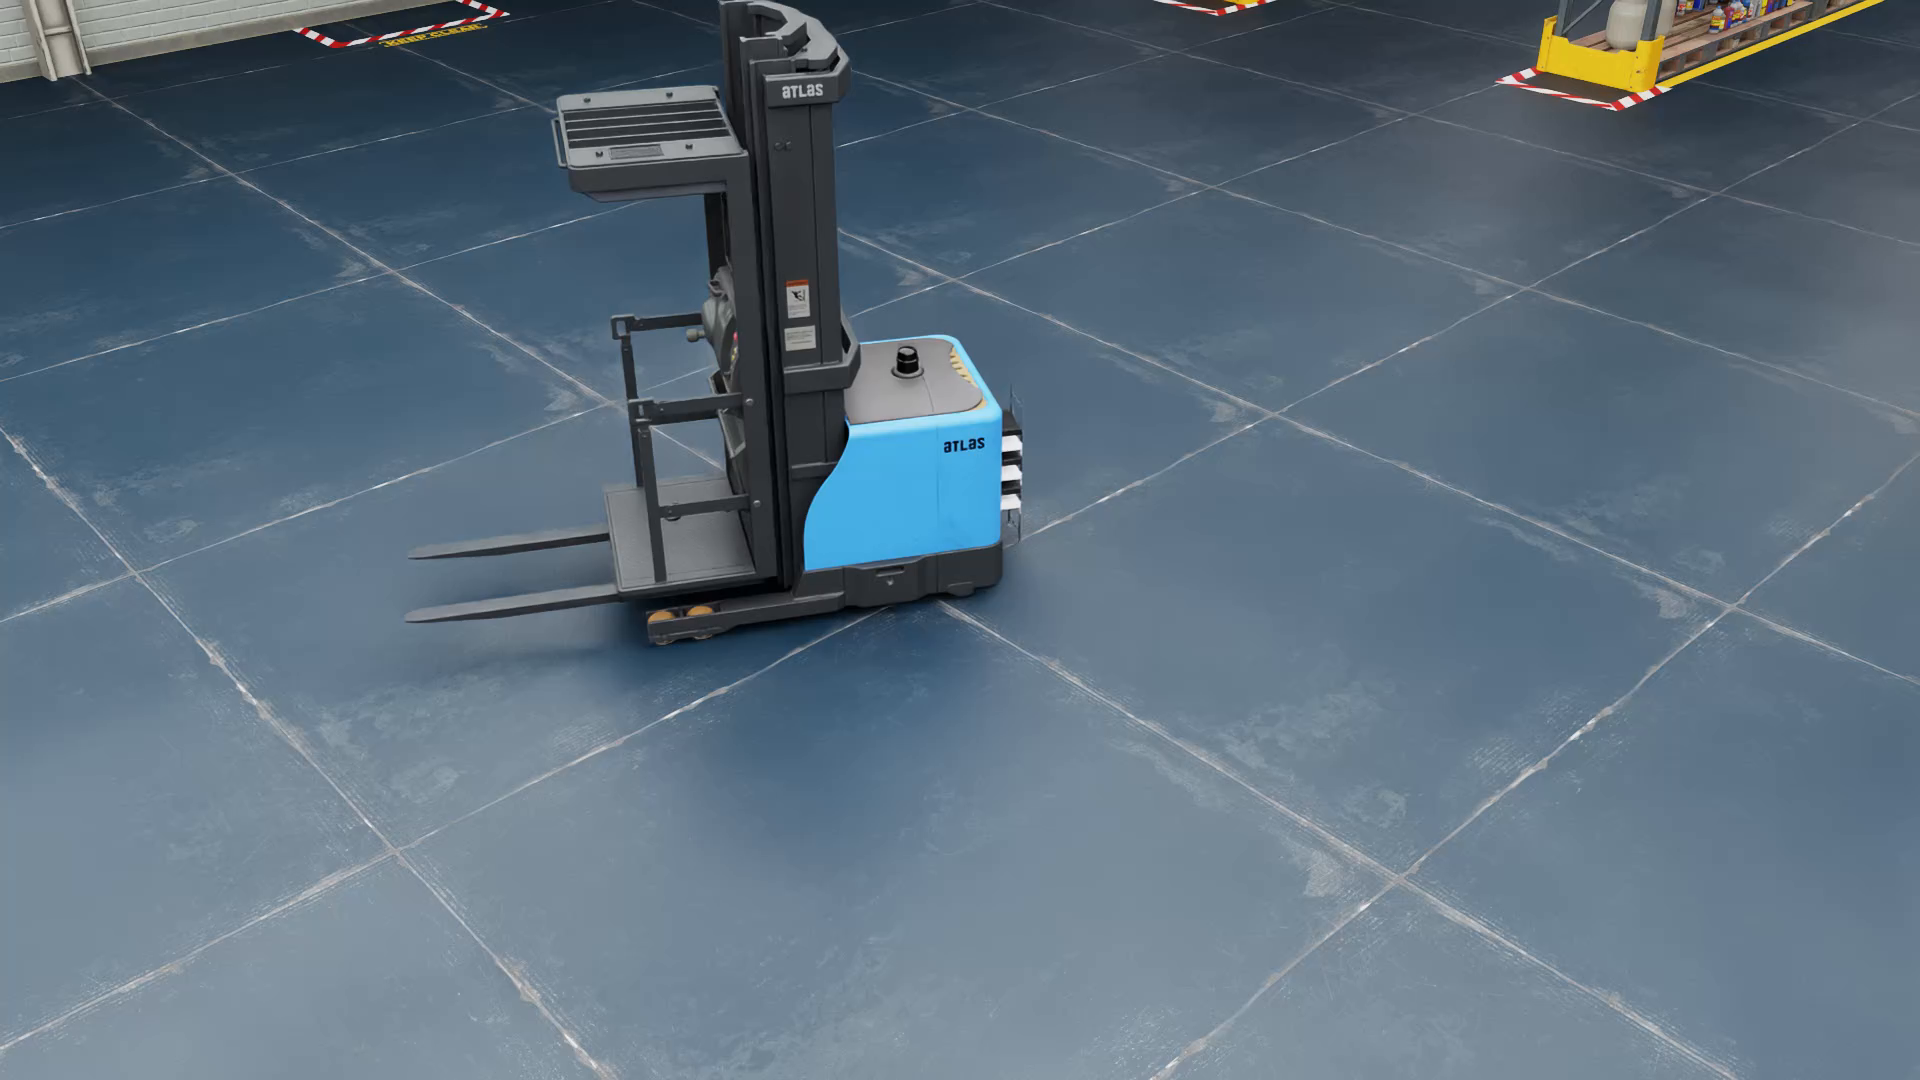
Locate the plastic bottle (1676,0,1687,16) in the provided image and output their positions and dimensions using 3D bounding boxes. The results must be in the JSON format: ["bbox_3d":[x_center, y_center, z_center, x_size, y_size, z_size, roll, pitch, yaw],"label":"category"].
[{"bbox_3d":[7.895,-5.848,18.198,0.097,0.201,0.097,0,31,0],"label":"plastic bottle"}]

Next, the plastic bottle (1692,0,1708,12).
[{"bbox_3d":[8.170,-5.999,18.374,0.135,0.276,0.152,-26,40,-35],"label":"plastic bottle"}]

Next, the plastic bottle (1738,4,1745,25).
[{"bbox_3d":[8.381,-5.658,17.887,0.097,0.201,0.097,0,31,0],"label":"plastic bottle"}]

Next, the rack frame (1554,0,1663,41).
[{"bbox_3d":[6.442,-5.948,16.101,0.127,3.000,1.000,-26,40,-35],"label":"rack frame"}]

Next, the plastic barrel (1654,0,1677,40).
[{"bbox_3d":[7.241,-5.506,17.361,0.421,0.512,0.421,0,31,0],"label":"plastic barrel"}]

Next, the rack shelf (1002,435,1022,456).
[{"bbox_3d":[0.205,-0.533,8.979,0.200,0.077,0.258,-8,32,-12],"label":"rack shelf"}]

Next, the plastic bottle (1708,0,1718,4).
[{"bbox_3d":[8.477,-6.165,18.650,0.097,0.271,0.097,0,31,0],"label":"plastic bottle"}]

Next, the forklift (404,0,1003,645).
[{"bbox_3d":[-1.349,-1.028,8.122,3.031,2.935,1.130,-8,32,-12],"label":"forklift"}]

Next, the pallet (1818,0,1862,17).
[{"bbox_3d":[9.925,-6.470,19.629,1.213,0.211,1.003,-26,40,-35],"label":"pallet"}]

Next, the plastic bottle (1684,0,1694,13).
[{"bbox_3d":[8.029,-5.918,18.314,0.097,0.201,0.097,0,31,0],"label":"plastic bottle"}]

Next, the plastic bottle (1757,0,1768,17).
[{"bbox_3d":[8.722,-5.903,18.145,0.185,0.351,0.144,-26,40,-36],"label":"plastic bottle"}]

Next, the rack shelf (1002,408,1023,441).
[{"bbox_3d":[0.205,-0.610,8.932,0.200,0.077,0.258,-8,32,-12],"label":"rack shelf"}]

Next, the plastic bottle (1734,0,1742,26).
[{"bbox_3d":[8.308,-5.652,17.812,0.097,0.271,0.097,0,31,0],"label":"plastic bottle"}]

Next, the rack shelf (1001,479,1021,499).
[{"bbox_3d":[0.205,-0.303,9.120,0.200,0.077,0.258,-8,32,-12],"label":"rack shelf"}]

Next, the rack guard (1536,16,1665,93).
[{"bbox_3d":[6.466,-4.926,16.827,0.348,0.500,1.175,-26,40,-35],"label":"rack guard"}]

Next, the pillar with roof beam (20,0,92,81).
[{"bbox_3d":[-6.241,-6.973,12.027,0.400,9.000,9.100,-26,40,-35],"label":"pillar with roof beam"}]

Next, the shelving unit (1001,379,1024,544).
[{"bbox_3d":[0.205,-0.408,9.055,0.210,0.900,0.258,-8,32,-12],"label":"shelving unit"}]

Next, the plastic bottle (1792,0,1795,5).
[{"bbox_3d":[9.321,-6.112,18.631,0.097,0.201,0.097,0,31,0],"label":"plastic bottle"}]

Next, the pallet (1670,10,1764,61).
[{"bbox_3d":[7.960,-5.520,18.074,1.213,0.211,1.003,-26,40,-35],"label":"pallet"}]

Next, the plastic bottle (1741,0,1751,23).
[{"bbox_3d":[8.457,-5.724,17.929,0.097,0.271,0.097,0,31,0],"label":"plastic bottle"}]

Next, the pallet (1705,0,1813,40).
[{"bbox_3d":[8.855,-5.954,18.785,1.213,0.211,1.003,-26,40,-35],"label":"pallet"}]

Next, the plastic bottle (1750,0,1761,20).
[{"bbox_3d":[8.600,-5.815,18.073,0.135,0.276,0.152,-25,39,-35],"label":"plastic bottle"}]

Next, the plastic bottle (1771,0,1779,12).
[{"bbox_3d":[8.958,-6.017,18.333,0.144,0.351,0.185,27,40,37],"label":"plastic bottle"}]

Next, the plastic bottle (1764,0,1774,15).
[{"bbox_3d":[8.867,-5.915,18.230,0.133,0.283,0.061,-23,38,-32],"label":"plastic bottle"}]

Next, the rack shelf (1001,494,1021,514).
[{"bbox_3d":[0.205,-0.226,9.166,0.200,0.077,0.258,-8,32,-12],"label":"rack shelf"}]

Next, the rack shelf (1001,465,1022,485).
[{"bbox_3d":[0.205,-0.380,9.073,0.200,0.077,0.258,-8,32,-12],"label":"rack shelf"}]

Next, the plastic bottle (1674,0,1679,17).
[{"bbox_3d":[7.767,-5.834,18.097,0.133,0.283,0.061,-26,40,-35],"label":"plastic bottle"}]

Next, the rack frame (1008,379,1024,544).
[{"bbox_3d":[0.303,-0.422,9.077,0.006,0.900,0.240,-8,32,-12],"label":"rack frame"}]

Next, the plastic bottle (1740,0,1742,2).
[{"bbox_3d":[8.527,-5.858,18.137,0.133,0.283,0.061,-26,40,-35],"label":"plastic bottle"}]

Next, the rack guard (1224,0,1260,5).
[{"bbox_3d":[3.060,-6.769,19.840,0.348,0.500,1.175,-26,40,-35],"label":"rack guard"}]

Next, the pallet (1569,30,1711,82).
[{"bbox_3d":[7.065,-5.089,17.370,1.213,0.211,1.003,-26,40,-35],"label":"pallet"}]

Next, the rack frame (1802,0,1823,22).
[{"bbox_3d":[9.375,-7.366,18.421,0.127,3.000,1.000,-26,40,-35],"label":"rack frame"}]

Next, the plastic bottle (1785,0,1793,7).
[{"bbox_3d":[9.247,-6.098,18.530,0.133,0.283,0.061,-24,39,-33],"label":"plastic bottle"}]

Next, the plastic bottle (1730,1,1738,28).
[{"bbox_3d":[8.235,-5.617,17.754,0.097,0.271,0.097,0,31,0],"label":"plastic bottle"}]

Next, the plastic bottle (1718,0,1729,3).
[{"bbox_3d":[8.599,-6.241,18.699,0.185,0.351,0.144,-26,40,-35],"label":"plastic bottle"}]

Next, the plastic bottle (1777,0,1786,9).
[{"bbox_3d":[9.099,-6.085,18.444,0.185,0.351,0.144,-27,41,-37],"label":"plastic bottle"}]

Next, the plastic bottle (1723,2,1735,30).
[{"bbox_3d":[8.162,-5.574,17.672,0.133,0.283,0.061,-25,39,-35],"label":"plastic bottle"}]

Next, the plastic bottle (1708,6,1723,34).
[{"bbox_3d":[7.984,-5.495,17.555,0.097,0.271,0.097,0,31,0],"label":"plastic bottle"}]

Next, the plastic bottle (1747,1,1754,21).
[{"bbox_3d":[8.532,-5.730,18.007,0.097,0.201,0.097,0,31,0],"label":"plastic bottle"}]

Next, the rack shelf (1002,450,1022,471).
[{"bbox_3d":[0.205,-0.457,9.026,0.200,0.077,0.258,-8,32,-12],"label":"rack shelf"}]

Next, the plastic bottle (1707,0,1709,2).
[{"bbox_3d":[8.363,-6.229,18.680,0.144,0.351,0.185,27,41,37],"label":"plastic bottle"}]

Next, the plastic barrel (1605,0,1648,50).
[{"bbox_3d":[6.873,-5.328,17.070,0.421,0.512,0.421,0,31,0],"label":"plastic barrel"}]

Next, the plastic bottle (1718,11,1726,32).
[{"bbox_3d":[8.060,-5.502,17.633,0.097,0.201,0.097,0,31,0],"label":"plastic bottle"}]
